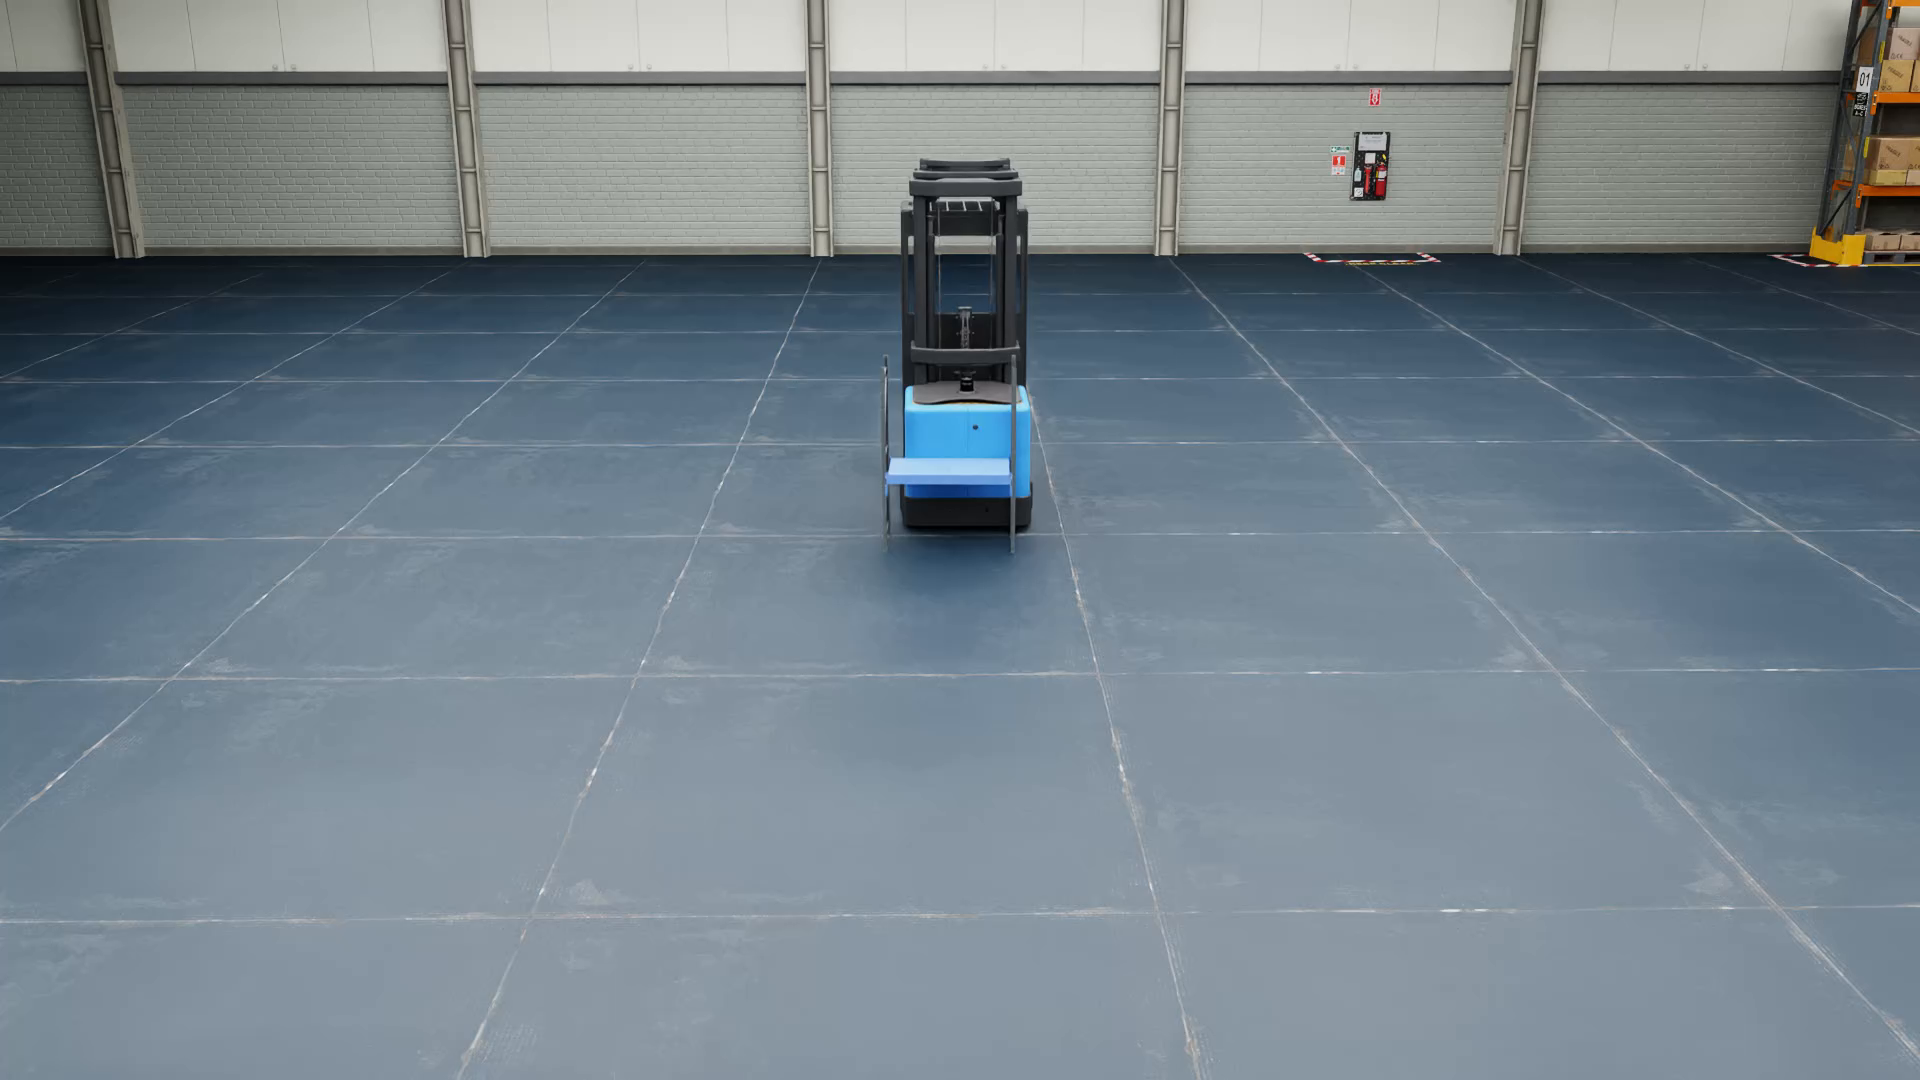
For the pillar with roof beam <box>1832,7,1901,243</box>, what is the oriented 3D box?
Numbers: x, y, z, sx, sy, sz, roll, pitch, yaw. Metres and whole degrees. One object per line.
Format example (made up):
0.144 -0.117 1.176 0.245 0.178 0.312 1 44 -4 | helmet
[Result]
15.665 -8.030 23.849 0.400 9.000 9.100 0 18 -1 | pillar with roof beam

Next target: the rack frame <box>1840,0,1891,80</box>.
14.911 -9.078 27.113 0.127 3.000 1.000 0 18 -1 | rack frame

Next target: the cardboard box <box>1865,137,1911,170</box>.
15.393 -6.427 27.656 0.500 0.500 0.500 0 18 -1 | cardboard box

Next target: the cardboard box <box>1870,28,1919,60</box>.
15.300 -8.110 27.175 0.500 0.500 0.500 -2 18 -5 | cardboard box

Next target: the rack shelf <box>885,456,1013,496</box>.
-0.085 -0.511 13.273 1.000 0.185 0.538 0 18 1 | rack shelf

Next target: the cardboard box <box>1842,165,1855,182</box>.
15.376 -6.221 28.241 0.500 0.250 0.500 0 18 0 | cardboard box

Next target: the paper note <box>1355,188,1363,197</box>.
6.949 -6.060 28.970 0.142 0.148 0.016 0 18 -1 | paper note

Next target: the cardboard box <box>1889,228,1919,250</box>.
16.174 -5.129 28.306 0.500 0.311 0.500 1 18 4 | cardboard box

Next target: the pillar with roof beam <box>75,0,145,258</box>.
-14.331 -7.886 23.398 0.400 9.000 9.100 0 18 -1 | pillar with roof beam

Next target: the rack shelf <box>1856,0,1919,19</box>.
16.911 -8.743 27.254 4.000 0.370 1.077 0 18 -1 | rack shelf

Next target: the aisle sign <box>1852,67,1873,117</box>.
14.844 -7.367 27.346 0.004 0.787 0.394 0 18 -1 | aisle sign

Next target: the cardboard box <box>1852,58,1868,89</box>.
15.324 -7.786 27.801 0.500 0.500 0.500 1 18 3 | cardboard box

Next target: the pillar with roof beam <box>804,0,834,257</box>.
-2.332 -7.944 23.578 0.400 9.000 9.100 0 18 -1 | pillar with roof beam

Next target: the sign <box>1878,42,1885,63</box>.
14.920 -7.900 26.921 0.005 0.325 0.100 0 18 -1 | sign

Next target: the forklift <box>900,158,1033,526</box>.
0.030 -1.904 14.685 1.130 2.935 3.031 0 18 -1 | forklift

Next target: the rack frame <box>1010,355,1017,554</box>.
0.424 -0.680 13.211 0.032 1.500 0.500 0 18 1 | rack frame

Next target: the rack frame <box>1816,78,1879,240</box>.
14.911 -6.221 28.030 0.127 3.000 1.000 0 18 -1 | rack frame

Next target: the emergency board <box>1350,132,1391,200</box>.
7.127 -6.459 28.773 0.643 1.169 0.194 0 18 -1 | emergency board

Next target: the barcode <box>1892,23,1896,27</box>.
15.613 -8.615 27.799 0.075 0.075 0.001 0 18 -1 | barcode

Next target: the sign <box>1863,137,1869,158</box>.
14.920 -6.467 27.381 0.005 0.325 0.100 0 18 -1 | sign

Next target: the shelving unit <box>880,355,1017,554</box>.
-0.085 -0.682 13.218 1.048 1.500 0.538 0 18 1 | shelving unit

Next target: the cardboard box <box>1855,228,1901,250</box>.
15.604 -5.126 28.298 0.500 0.311 0.500 -2 18 -7 | cardboard box

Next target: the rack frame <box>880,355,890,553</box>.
-0.593 -0.684 13.225 0.032 1.500 0.500 0 18 1 | rack frame

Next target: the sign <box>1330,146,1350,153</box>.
6.577 -6.755 28.768 0.331 0.109 0.001 0 18 -1 | sign

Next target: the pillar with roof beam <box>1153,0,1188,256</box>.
3.667 -7.972 23.668 0.400 9.000 9.100 0 18 -1 | pillar with roof beam

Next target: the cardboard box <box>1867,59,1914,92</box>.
15.249 -7.632 27.320 0.500 0.500 0.500 0 18 1 | cardboard box

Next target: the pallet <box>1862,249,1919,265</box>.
15.800 -4.887 28.435 1.213 0.211 1.003 0 18 -1 | pallet

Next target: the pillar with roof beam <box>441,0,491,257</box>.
-8.332 -7.915 23.488 0.400 9.000 9.100 0 18 -1 | pillar with roof beam

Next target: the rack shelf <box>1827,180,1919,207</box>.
16.911 -5.888 28.170 4.000 0.370 1.077 0 18 -1 | rack shelf

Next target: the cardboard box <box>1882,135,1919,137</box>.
15.883 -6.583 28.143 0.500 0.500 0.500 0 18 0 | cardboard box

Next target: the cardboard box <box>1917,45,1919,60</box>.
15.803 -8.097 27.134 0.500 0.500 0.500 0 18 -1 | cardboard box

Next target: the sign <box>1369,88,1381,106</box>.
7.117 -7.594 28.513 0.199 0.298 0.001 0 18 -1 | sign

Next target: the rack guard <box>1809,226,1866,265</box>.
14.987 -5.031 28.413 0.348 0.500 1.175 0 18 -1 | rack guard

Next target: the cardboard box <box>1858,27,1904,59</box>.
15.338 -8.264 27.656 0.500 0.500 0.500 1 18 2 | cardboard box

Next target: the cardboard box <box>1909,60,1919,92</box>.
15.787 -7.623 27.294 0.500 0.500 0.500 1 18 3 | cardboard box

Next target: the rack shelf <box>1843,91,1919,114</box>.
16.911 -7.316 27.711 4.000 0.370 1.077 0 18 -1 | rack shelf

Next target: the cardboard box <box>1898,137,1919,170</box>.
15.888 -6.426 27.654 0.500 0.500 0.500 0 18 -1 | cardboard box

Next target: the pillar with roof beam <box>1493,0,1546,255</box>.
9.666 -8.001 23.758 0.400 9.000 9.100 0 18 -1 | pillar with roof beam

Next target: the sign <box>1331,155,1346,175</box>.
6.572 -6.505 28.857 0.234 0.329 0.001 0 18 -1 | sign

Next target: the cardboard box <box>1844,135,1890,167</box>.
15.379 -6.583 28.144 0.500 0.500 0.500 0 18 -1 | cardboard box

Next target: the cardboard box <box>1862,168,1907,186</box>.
15.404 -6.064 27.755 0.500 0.250 0.500 -1 18 -2 | cardboard box

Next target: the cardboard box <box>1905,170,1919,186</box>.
15.923 -6.071 27.776 0.500 0.250 0.500 -1 18 -3 | cardboard box
